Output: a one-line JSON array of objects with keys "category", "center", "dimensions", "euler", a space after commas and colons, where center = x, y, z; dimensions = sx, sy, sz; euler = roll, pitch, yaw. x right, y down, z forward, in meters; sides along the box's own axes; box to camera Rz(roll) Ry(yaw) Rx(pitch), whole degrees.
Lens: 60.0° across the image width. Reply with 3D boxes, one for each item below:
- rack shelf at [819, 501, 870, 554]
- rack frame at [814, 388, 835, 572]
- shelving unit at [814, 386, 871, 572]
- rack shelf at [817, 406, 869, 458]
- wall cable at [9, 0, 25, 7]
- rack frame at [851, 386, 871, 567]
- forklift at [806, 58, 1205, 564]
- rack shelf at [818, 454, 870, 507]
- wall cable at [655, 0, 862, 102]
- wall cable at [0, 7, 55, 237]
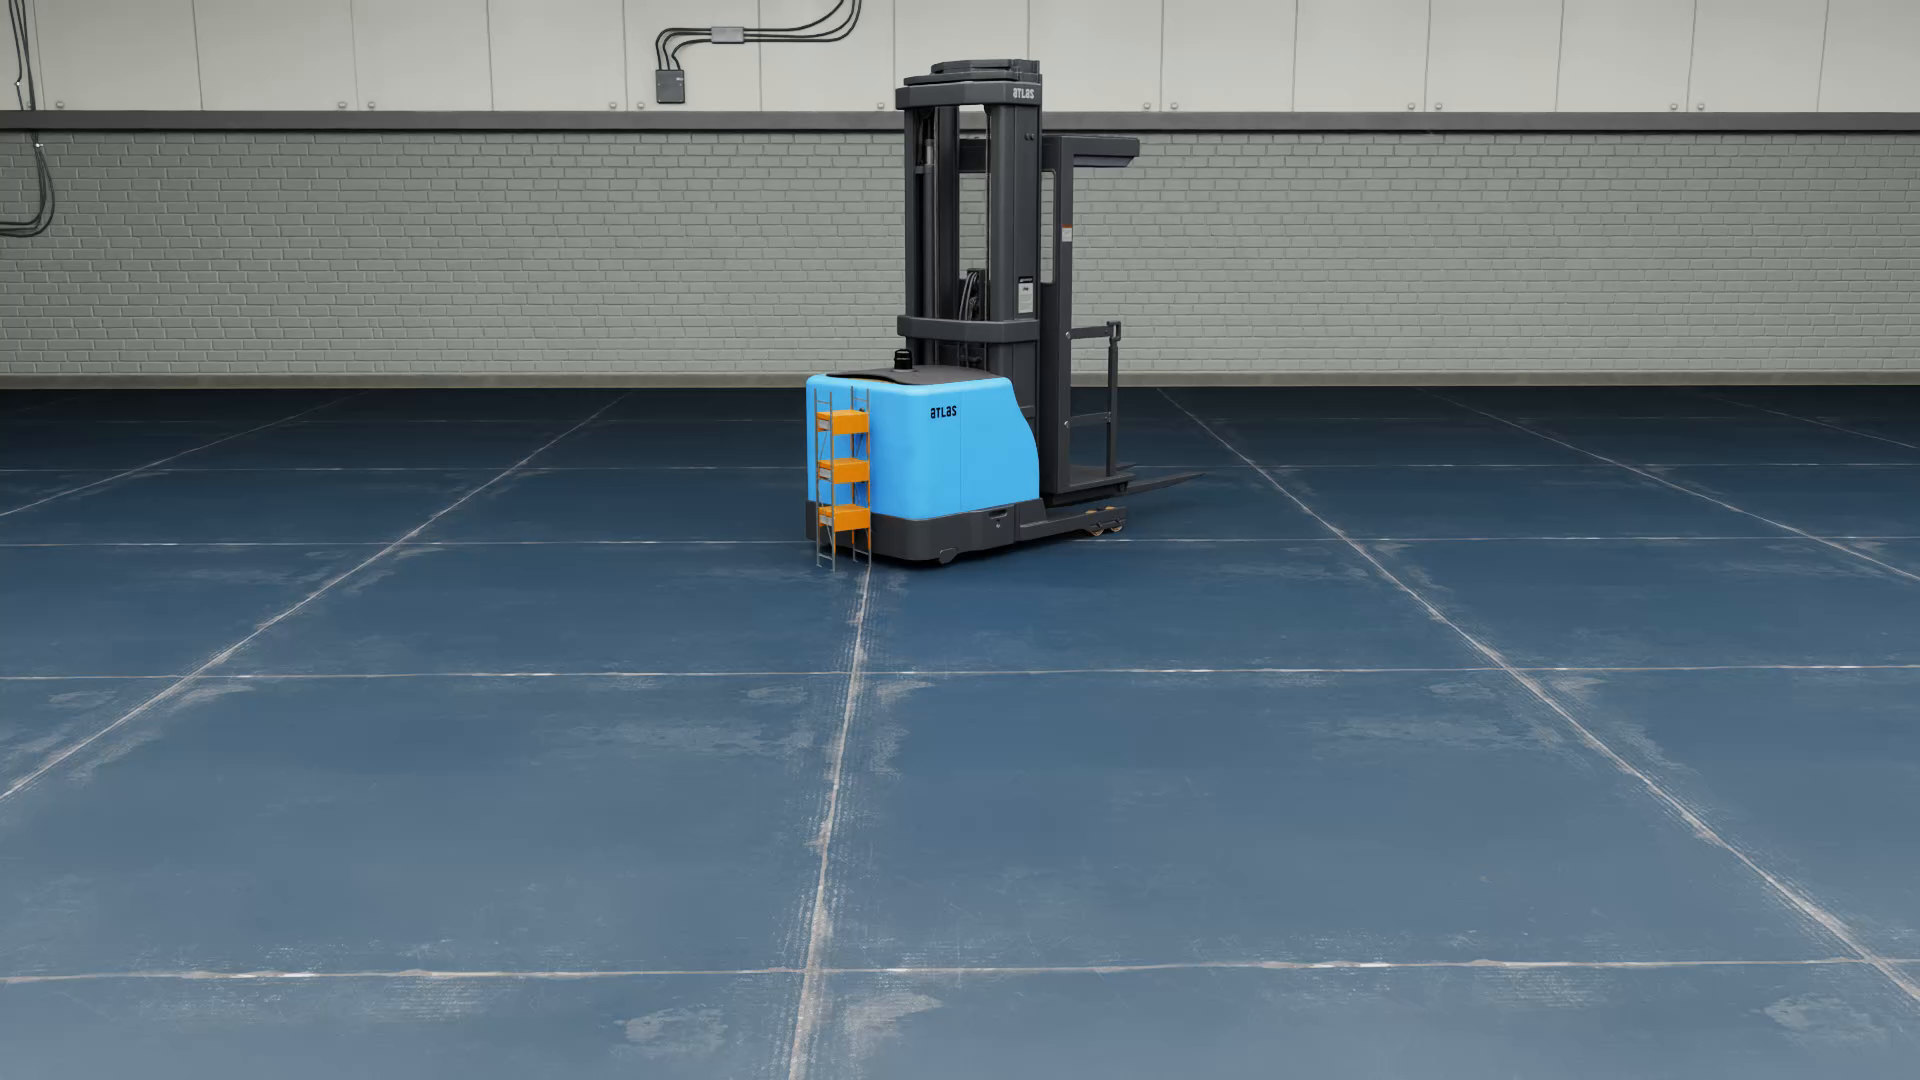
[{"category": "rack shelf", "center": [-0.682, -0.076, 9.746], "dimensions": [0.240, 0.259, 0.215], "euler": [-8, 14, -33]}, {"category": "rack frame", "center": [-0.784, -0.346, 9.623], "dimensions": [0.008, 1.050, 0.200], "euler": [-8, 14, -33]}, {"category": "shelving unit", "center": [-0.682, -0.359, 9.689], "dimensions": [0.252, 1.050, 0.215], "euler": [-8, 14, -33]}, {"category": "rack shelf", "center": [-0.682, -0.627, 9.635], "dimensions": [0.240, 0.259, 0.215], "euler": [-8, 14, -33]}, {"category": "wall cable", "center": [-9.019, -7.099, 18.025], "dimensions": [3.097, 2.526, 0.112], "euler": [0, 11, -1]}, {"category": "rack frame", "center": [-0.581, -0.373, 9.755], "dimensions": [0.008, 1.050, 0.200], "euler": [-8, 14, -33]}, {"category": "forklift", "center": [0.440, -1.526, 10.708], "dimensions": [1.130, 2.935, 3.031], "euler": [11, 16, 43]}, {"category": "rack shelf", "center": [-0.682, -0.349, 9.691], "dimensions": [0.240, 0.259, 0.215], "euler": [-8, 14, -33]}, {"category": "wall cable", "center": [-2.232, -7.837, 18.003], "dimensions": [2.305, 6.003, 0.169], "euler": [0, 11, -1]}, {"category": "wall cable", "center": [-11.724, -4.613, 18.473], "dimensions": [3.097, 2.526, 0.112], "euler": [0, 11, -1]}]
